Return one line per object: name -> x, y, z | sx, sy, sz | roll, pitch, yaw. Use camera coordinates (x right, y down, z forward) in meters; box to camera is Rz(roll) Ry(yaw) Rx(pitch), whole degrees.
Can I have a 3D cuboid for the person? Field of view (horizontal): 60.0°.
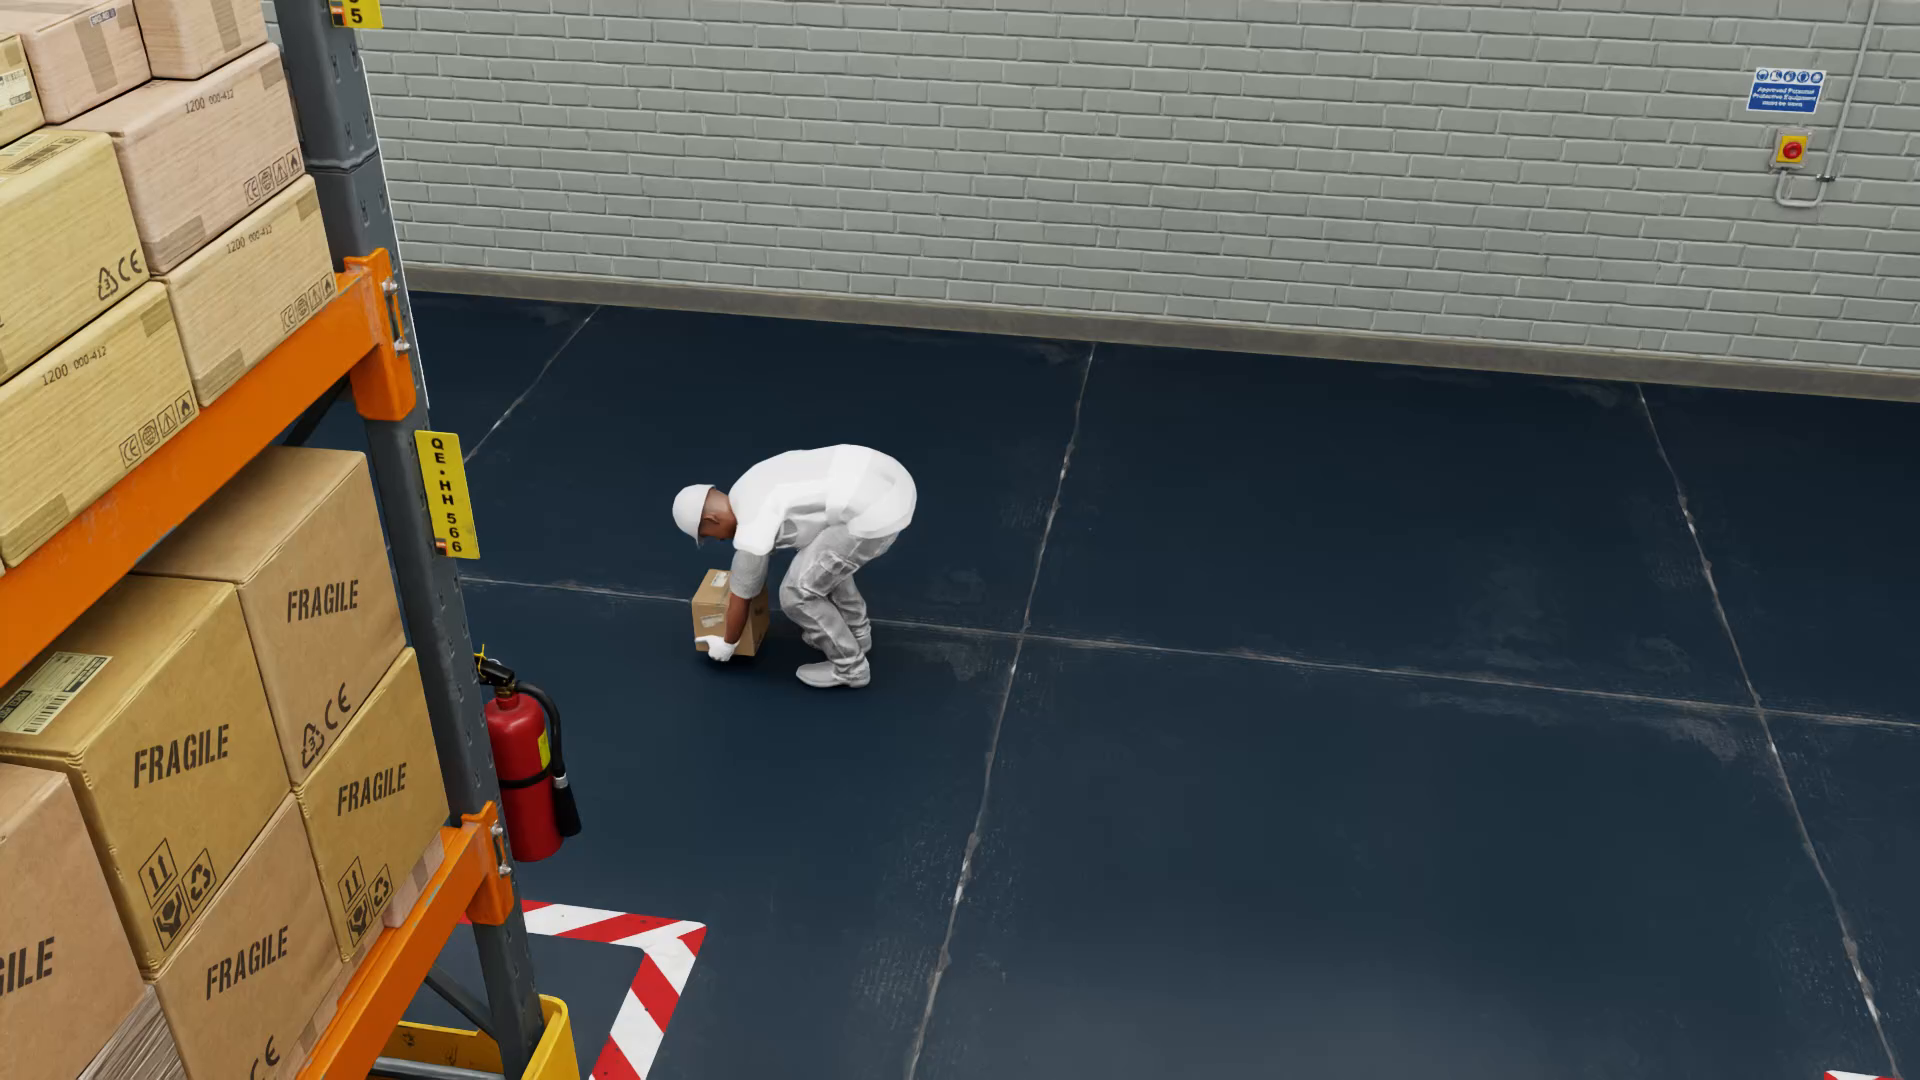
person -> -0.664, 0.084, 6.729 | 0.981, 0.987, 0.516 | 4, 32, 6
